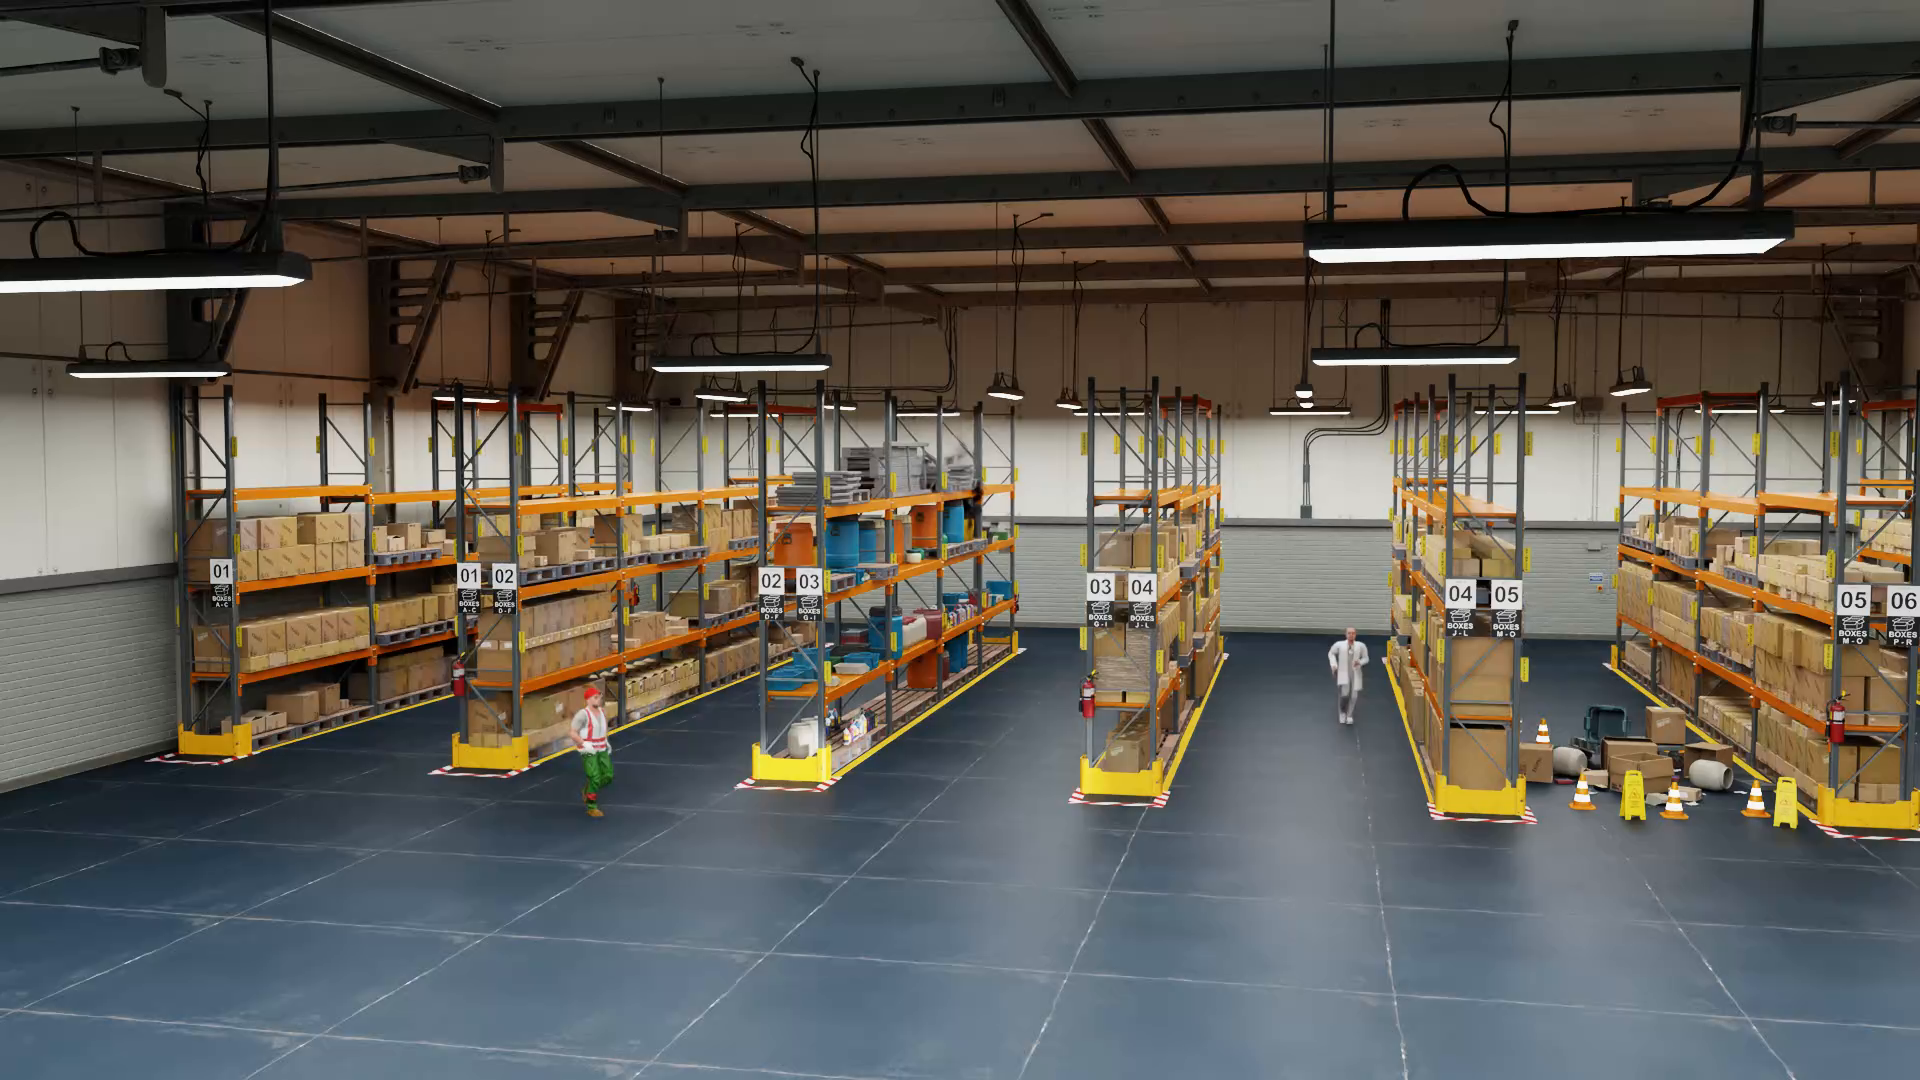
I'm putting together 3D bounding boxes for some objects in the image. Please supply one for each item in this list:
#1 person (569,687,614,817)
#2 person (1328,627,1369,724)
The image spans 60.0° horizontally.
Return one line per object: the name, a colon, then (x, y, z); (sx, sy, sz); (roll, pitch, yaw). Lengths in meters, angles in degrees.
person: (-5.003, 2.870, 22.556); (0.586, 1.752, 0.672); (2, 4, 35)
person: (6.986, 2.443, 29.833); (0.673, 1.744, 0.707); (0, 3, 5)
